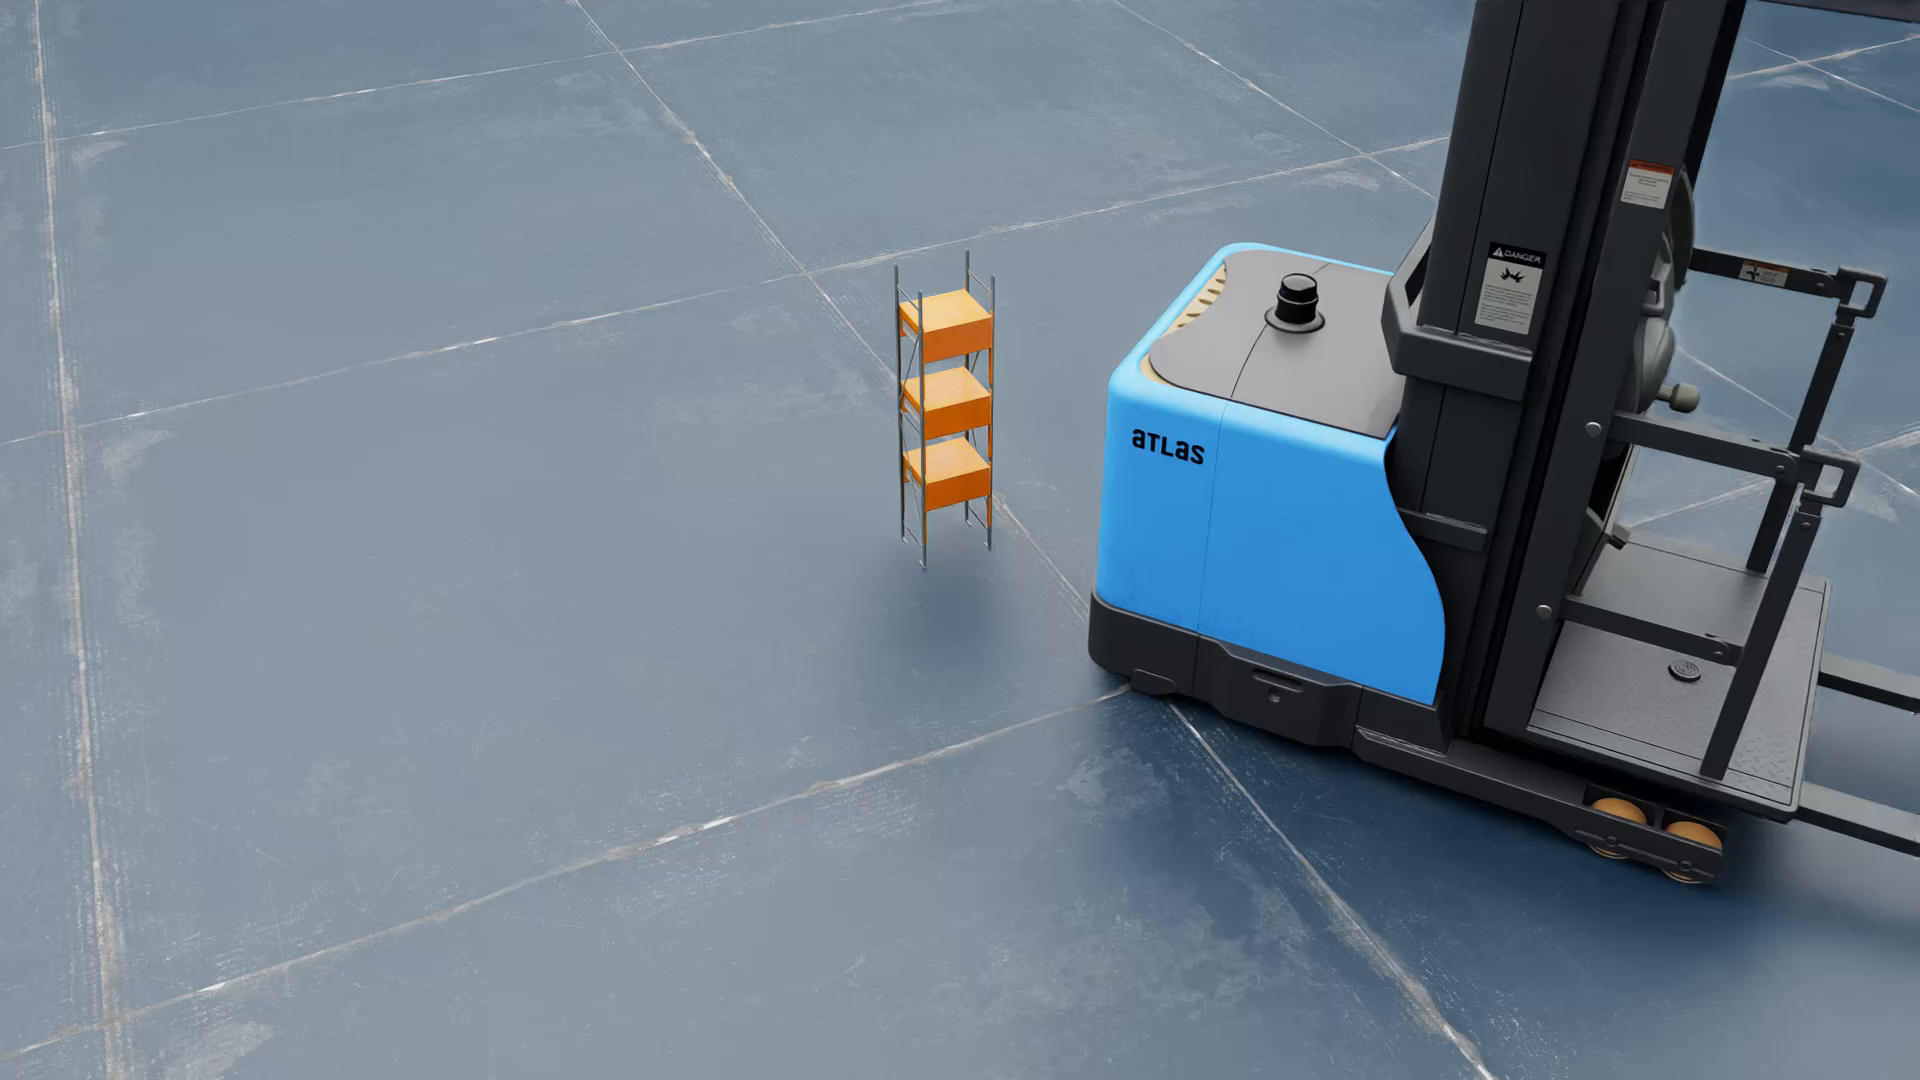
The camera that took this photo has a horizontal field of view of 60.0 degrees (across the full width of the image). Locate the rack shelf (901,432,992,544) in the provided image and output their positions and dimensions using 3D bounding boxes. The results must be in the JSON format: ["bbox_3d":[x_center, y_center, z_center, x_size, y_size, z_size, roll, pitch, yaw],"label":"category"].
[{"bbox_3d":[-0.048,-0.176,5.591,0.240,0.259,0.215,-16,39,-20],"label":"rack shelf"}]

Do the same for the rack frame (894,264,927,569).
[{"bbox_3d":[-0.159,-0.377,5.377,0.008,1.050,0.200,-16,39,-20],"label":"rack frame"}]

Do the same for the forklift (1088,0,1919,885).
[{"bbox_3d":[1.946,-0.613,4.116,3.031,2.935,1.130,17,40,22],"label":"forklift"}]

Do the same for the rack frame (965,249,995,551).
[{"bbox_3d":[0.062,-0.439,5.461,0.008,1.050,0.200,-16,39,-20],"label":"rack frame"}]

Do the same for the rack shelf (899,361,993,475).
[{"bbox_3d":[-0.048,-0.400,5.425,0.240,0.259,0.215,-16,39,-20],"label":"rack shelf"}]

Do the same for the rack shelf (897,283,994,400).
[{"bbox_3d":[-0.048,-0.628,5.256,0.240,0.259,0.215,-16,39,-20],"label":"rack shelf"}]

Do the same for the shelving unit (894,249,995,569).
[{"bbox_3d":[-0.048,-0.408,5.419,0.252,1.050,0.215,-16,39,-20],"label":"shelving unit"}]
